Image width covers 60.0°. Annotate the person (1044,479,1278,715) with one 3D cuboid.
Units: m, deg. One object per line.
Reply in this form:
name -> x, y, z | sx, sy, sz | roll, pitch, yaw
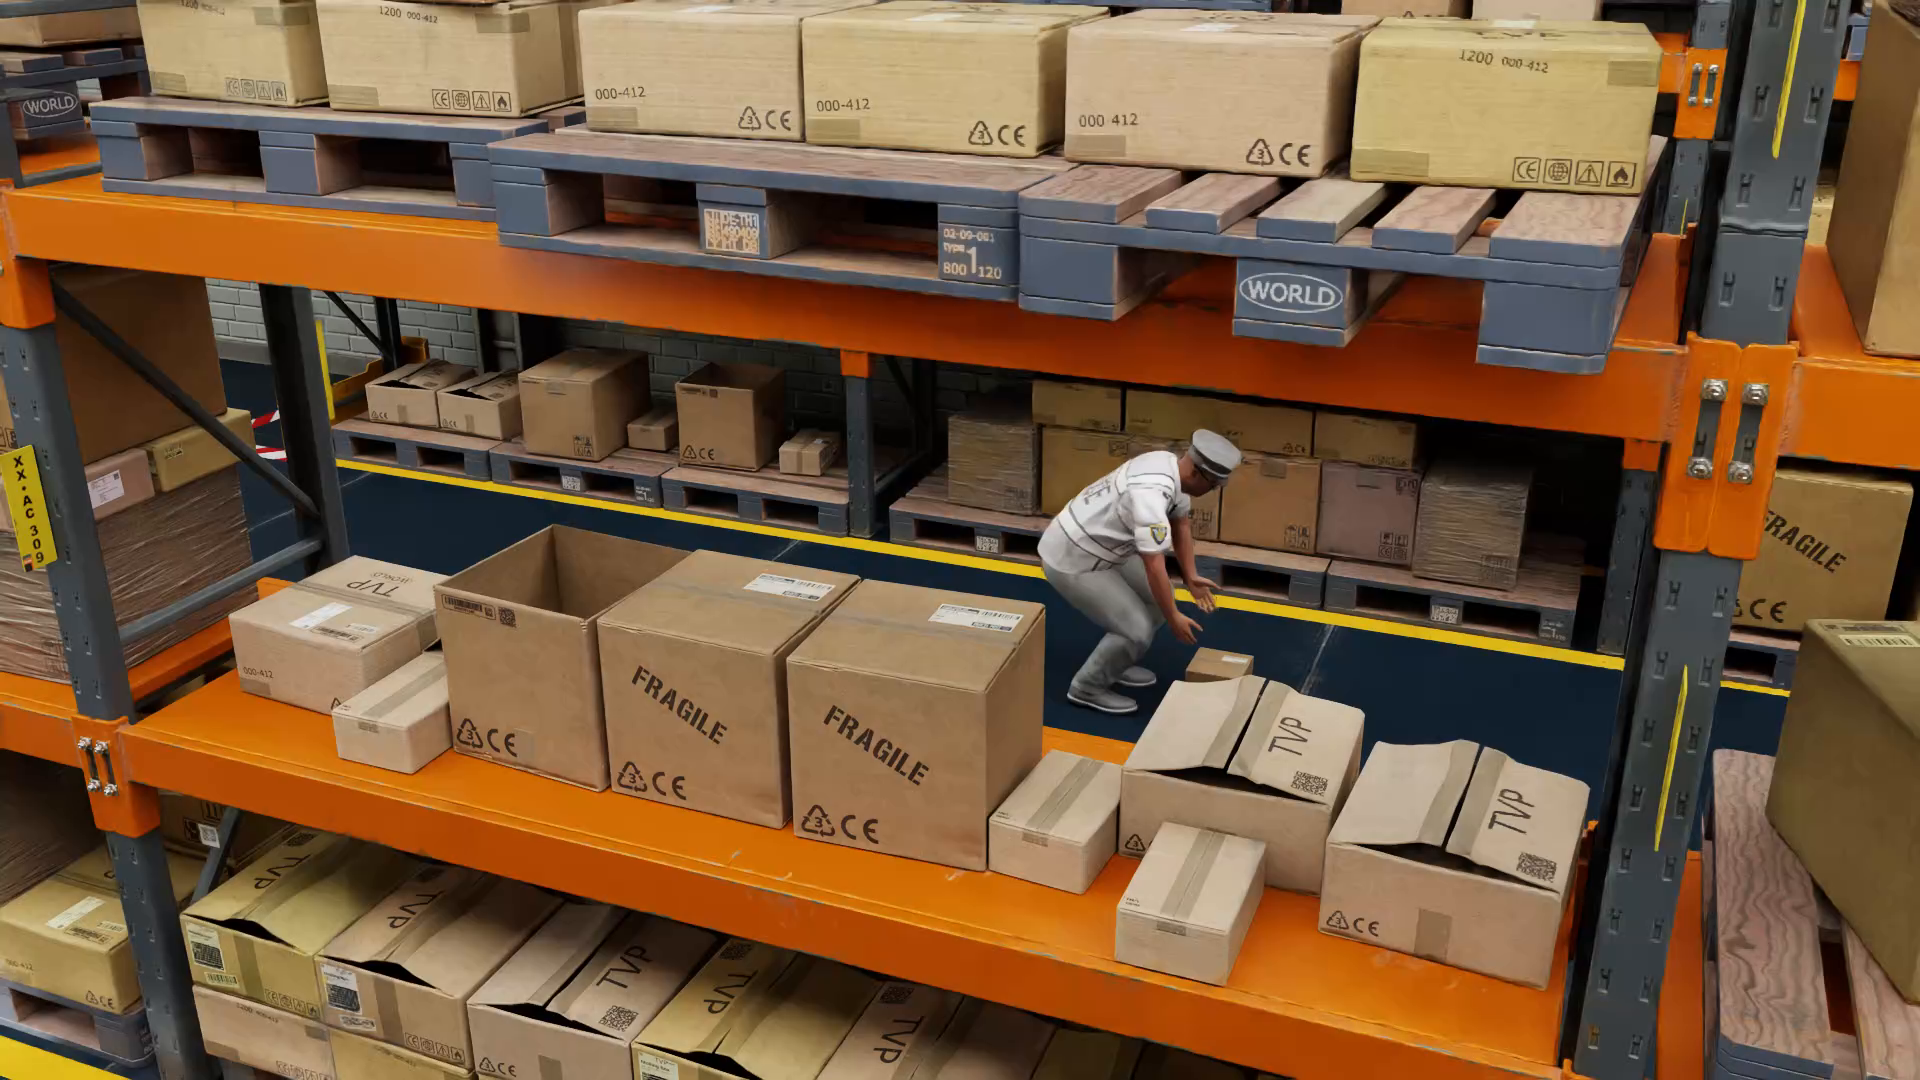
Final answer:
person -> 0.889, 0.259, 7.418 | 1.030, 1.020, 0.533 | 7, 23, 18
